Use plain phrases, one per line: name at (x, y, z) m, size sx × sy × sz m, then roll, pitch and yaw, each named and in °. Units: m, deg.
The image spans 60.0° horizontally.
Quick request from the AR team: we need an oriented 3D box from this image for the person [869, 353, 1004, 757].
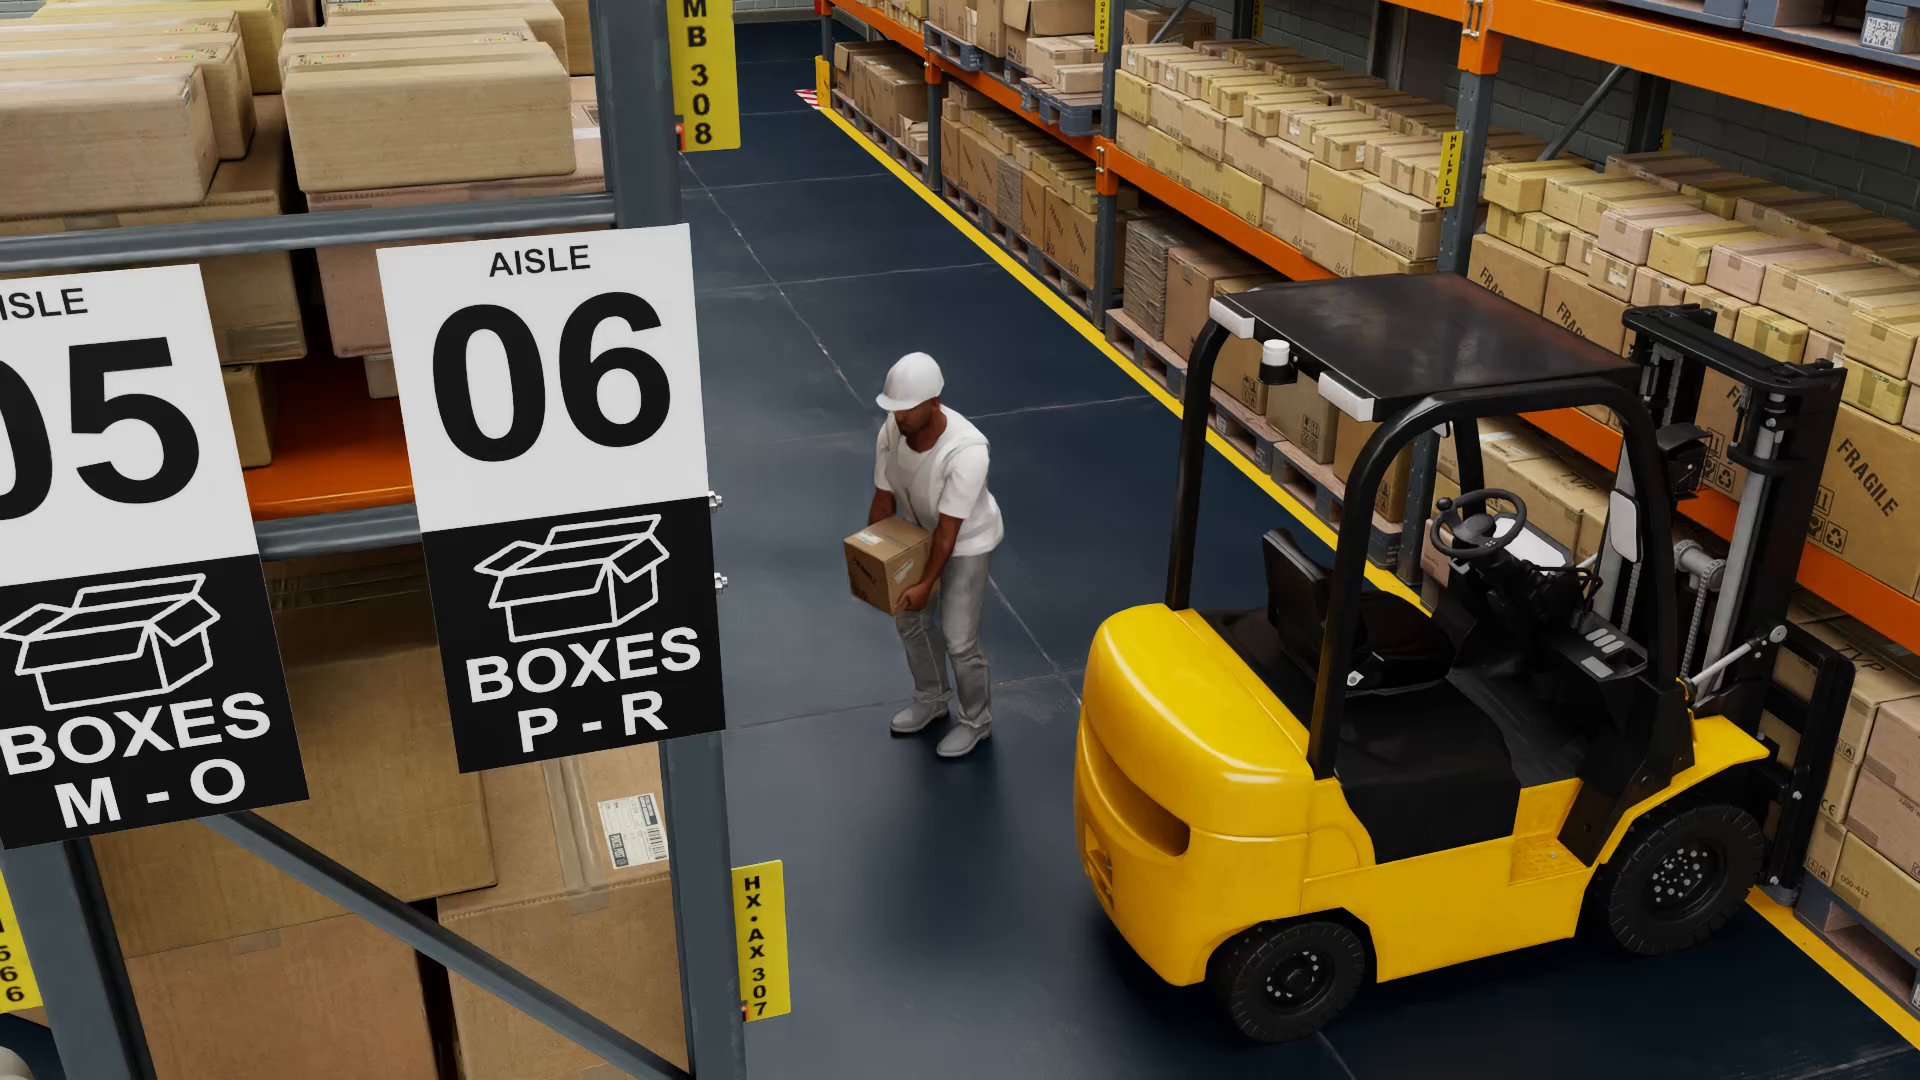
person at (-0.114, 0.064, 6.508) m, size 0.498 × 1.720 × 0.617 m, roll 22°, pitch 33°, yaw 37°
